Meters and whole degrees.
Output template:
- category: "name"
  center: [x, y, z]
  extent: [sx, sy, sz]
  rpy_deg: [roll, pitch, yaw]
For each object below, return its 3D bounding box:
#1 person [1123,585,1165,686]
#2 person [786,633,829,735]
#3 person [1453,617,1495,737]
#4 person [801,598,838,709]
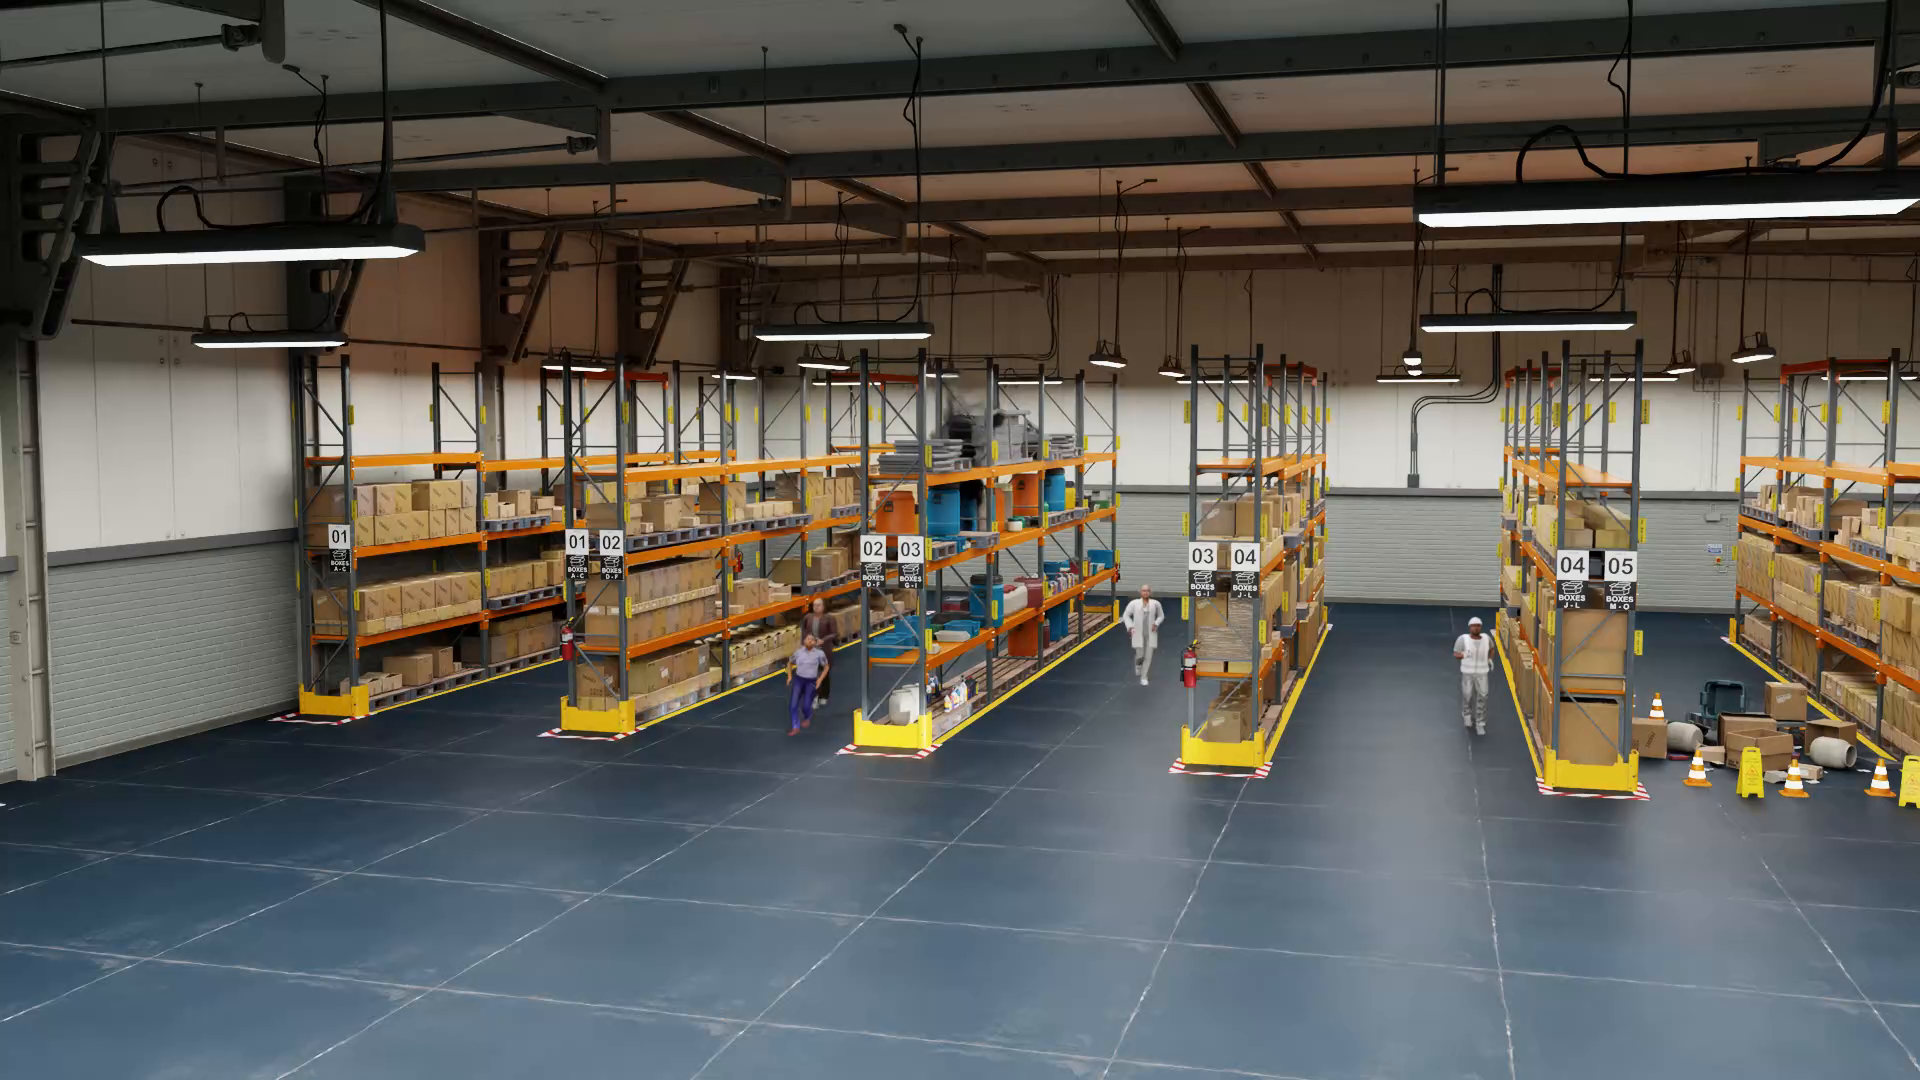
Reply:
- category: "person"
  center: [3.230, 1.656, 29.135]
  extent: [0.726, 1.744, 0.702]
  rpy_deg: [0, 4, -1]
- category: "person"
  center: [-2.373, 2.232, 25.742]
  extent: [0.654, 1.586, 0.532]
  rpy_deg: [1, 4, 10]
- category: "person"
  center: [8.116, 2.125, 26.240]
  extent: [0.664, 1.823, 0.824]
  rpy_deg: [1, 4, 10]
- category: "person"
  center: [-2.283, 1.838, 26.799]
  extent: [0.680, 1.807, 0.782]
  rpy_deg: [1, 4, 13]
